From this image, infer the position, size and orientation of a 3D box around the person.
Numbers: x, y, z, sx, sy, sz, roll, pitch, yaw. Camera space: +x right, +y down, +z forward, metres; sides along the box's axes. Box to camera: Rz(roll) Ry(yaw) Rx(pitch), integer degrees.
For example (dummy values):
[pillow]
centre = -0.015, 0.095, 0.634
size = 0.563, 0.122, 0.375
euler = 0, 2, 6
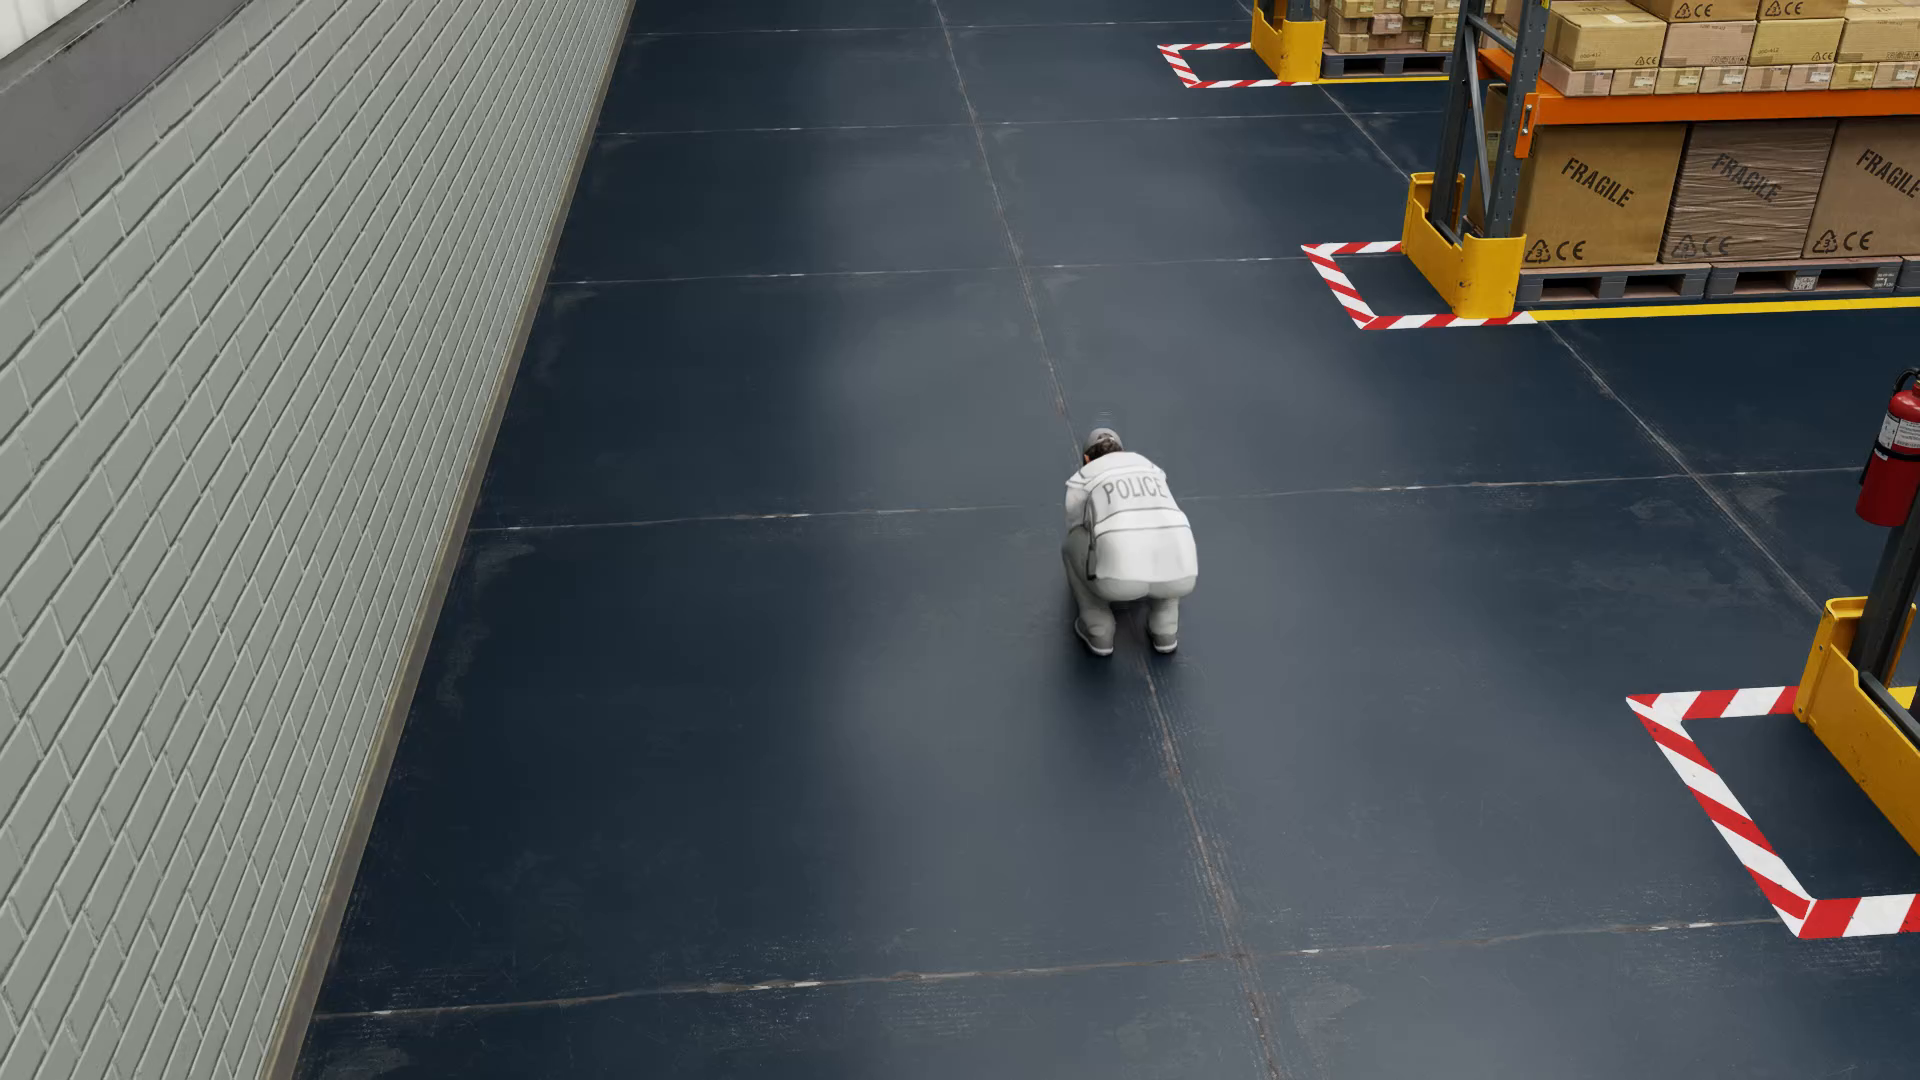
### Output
[person]
centre = 0.692, 0.037, 7.006
size = 0.513, 0.772, 0.919
euler = -3, 31, -6
